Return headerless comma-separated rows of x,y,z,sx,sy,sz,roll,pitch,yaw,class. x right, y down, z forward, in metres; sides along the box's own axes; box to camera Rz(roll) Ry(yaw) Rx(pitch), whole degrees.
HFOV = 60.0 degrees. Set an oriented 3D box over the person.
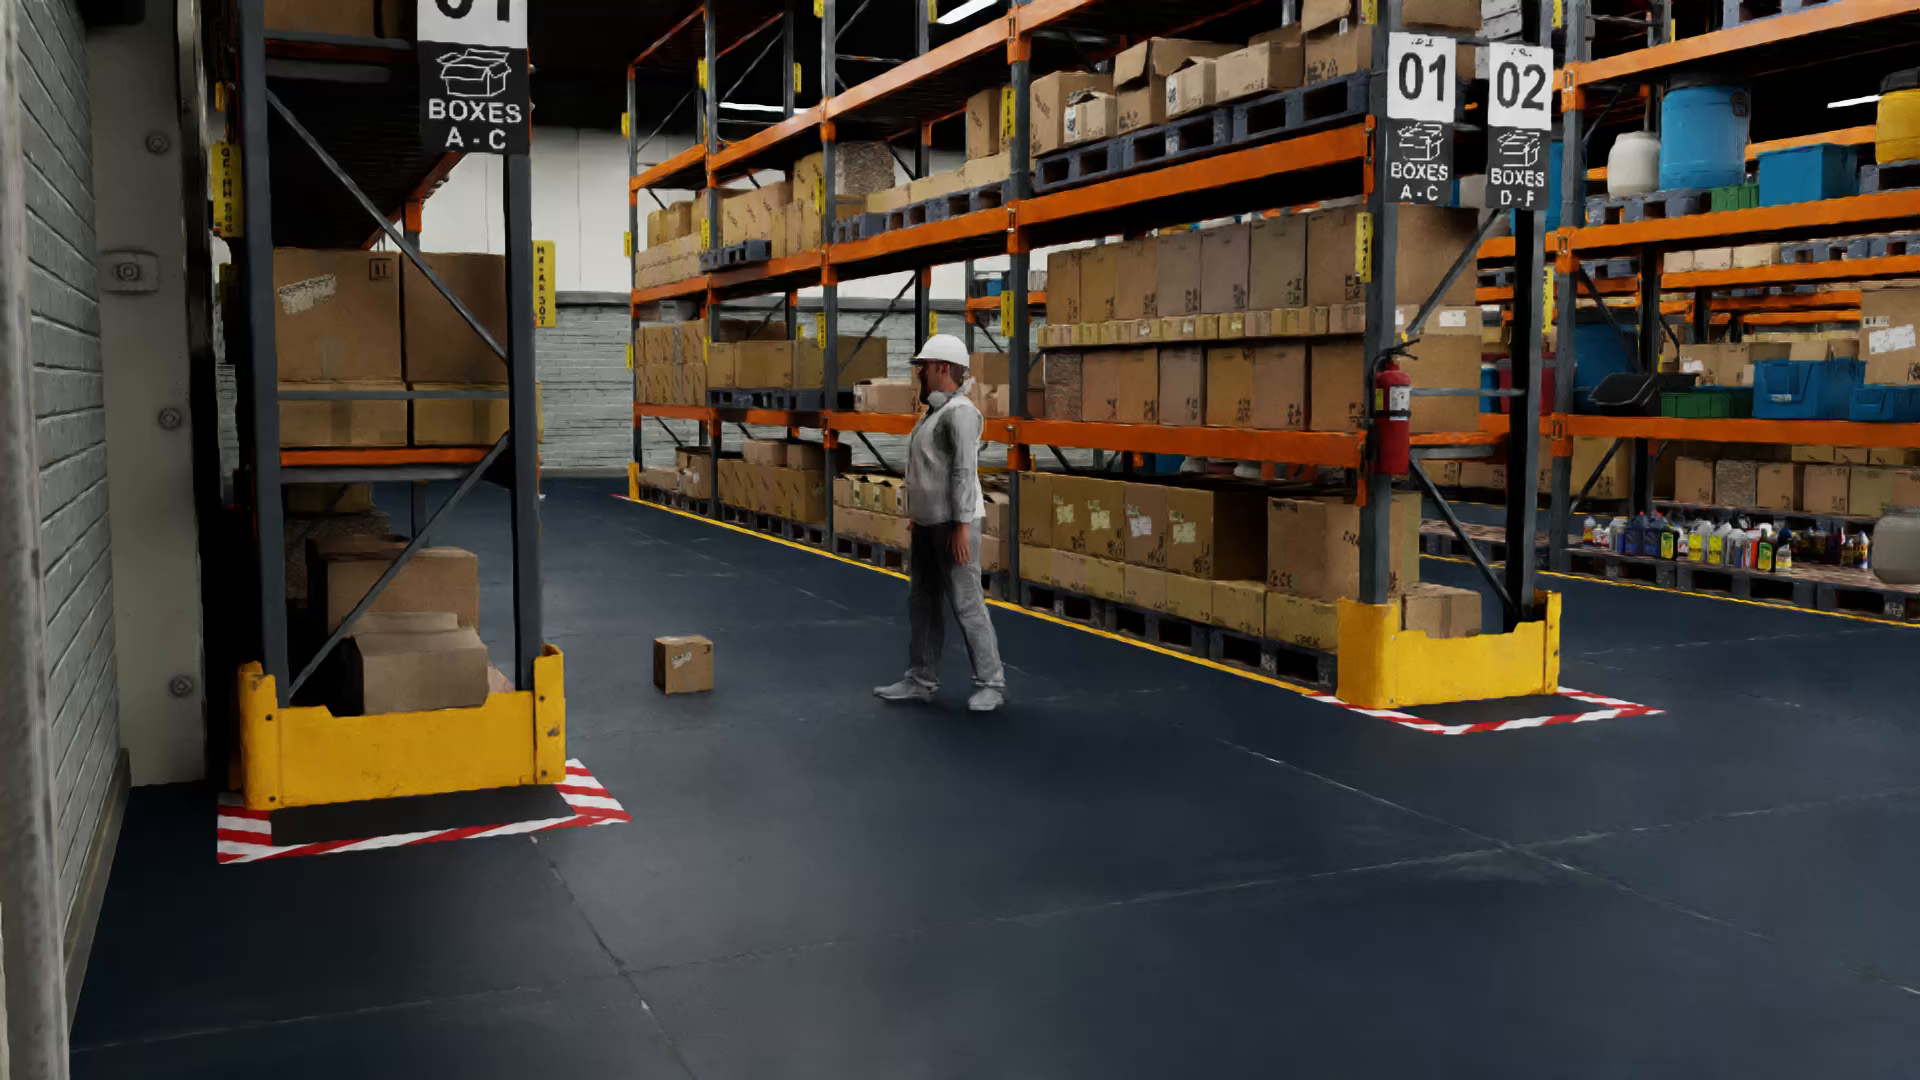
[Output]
-0.110,-0.090,7.946,0.577,1.774,0.689,-2,6,-19,person
